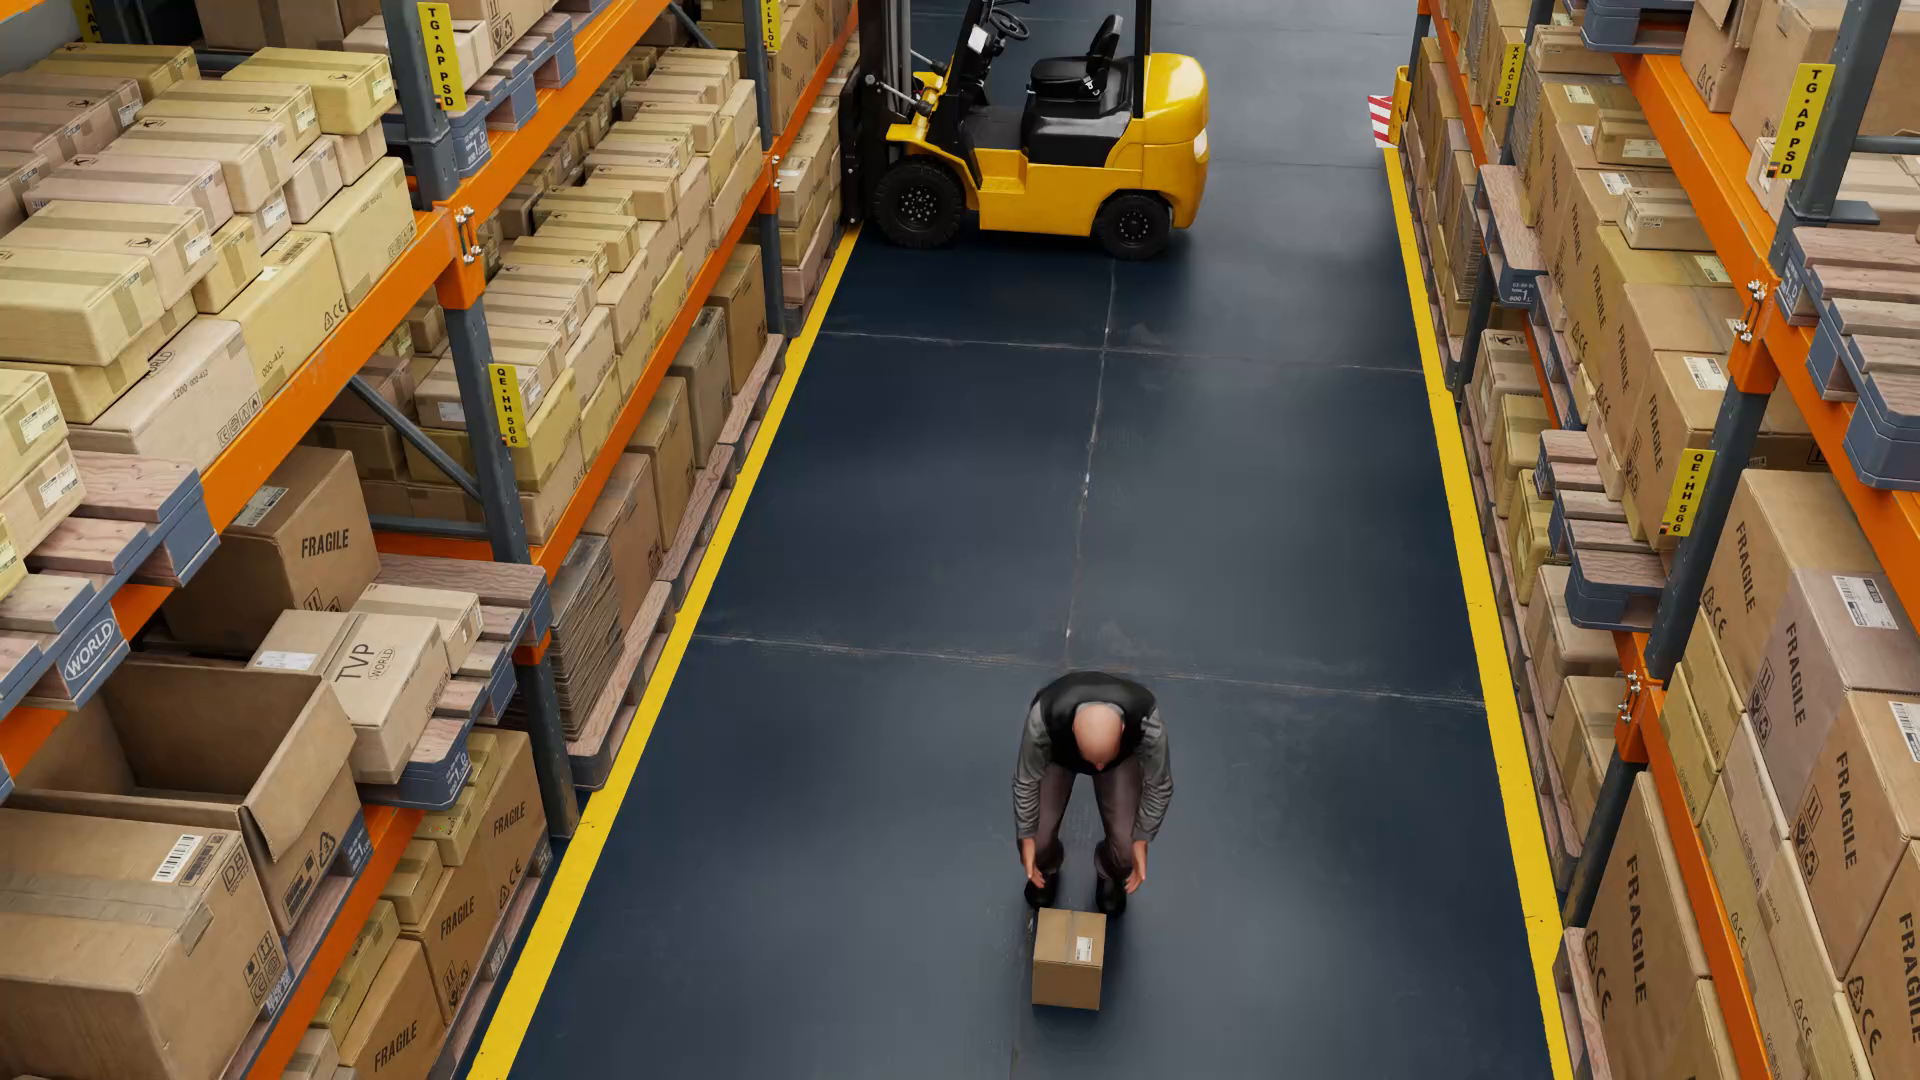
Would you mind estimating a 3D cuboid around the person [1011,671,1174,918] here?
[{"bbox_3d":[0.496,0.913,6.201,0.585,1.255,0.784,4,36,6],"label":"person"}]
